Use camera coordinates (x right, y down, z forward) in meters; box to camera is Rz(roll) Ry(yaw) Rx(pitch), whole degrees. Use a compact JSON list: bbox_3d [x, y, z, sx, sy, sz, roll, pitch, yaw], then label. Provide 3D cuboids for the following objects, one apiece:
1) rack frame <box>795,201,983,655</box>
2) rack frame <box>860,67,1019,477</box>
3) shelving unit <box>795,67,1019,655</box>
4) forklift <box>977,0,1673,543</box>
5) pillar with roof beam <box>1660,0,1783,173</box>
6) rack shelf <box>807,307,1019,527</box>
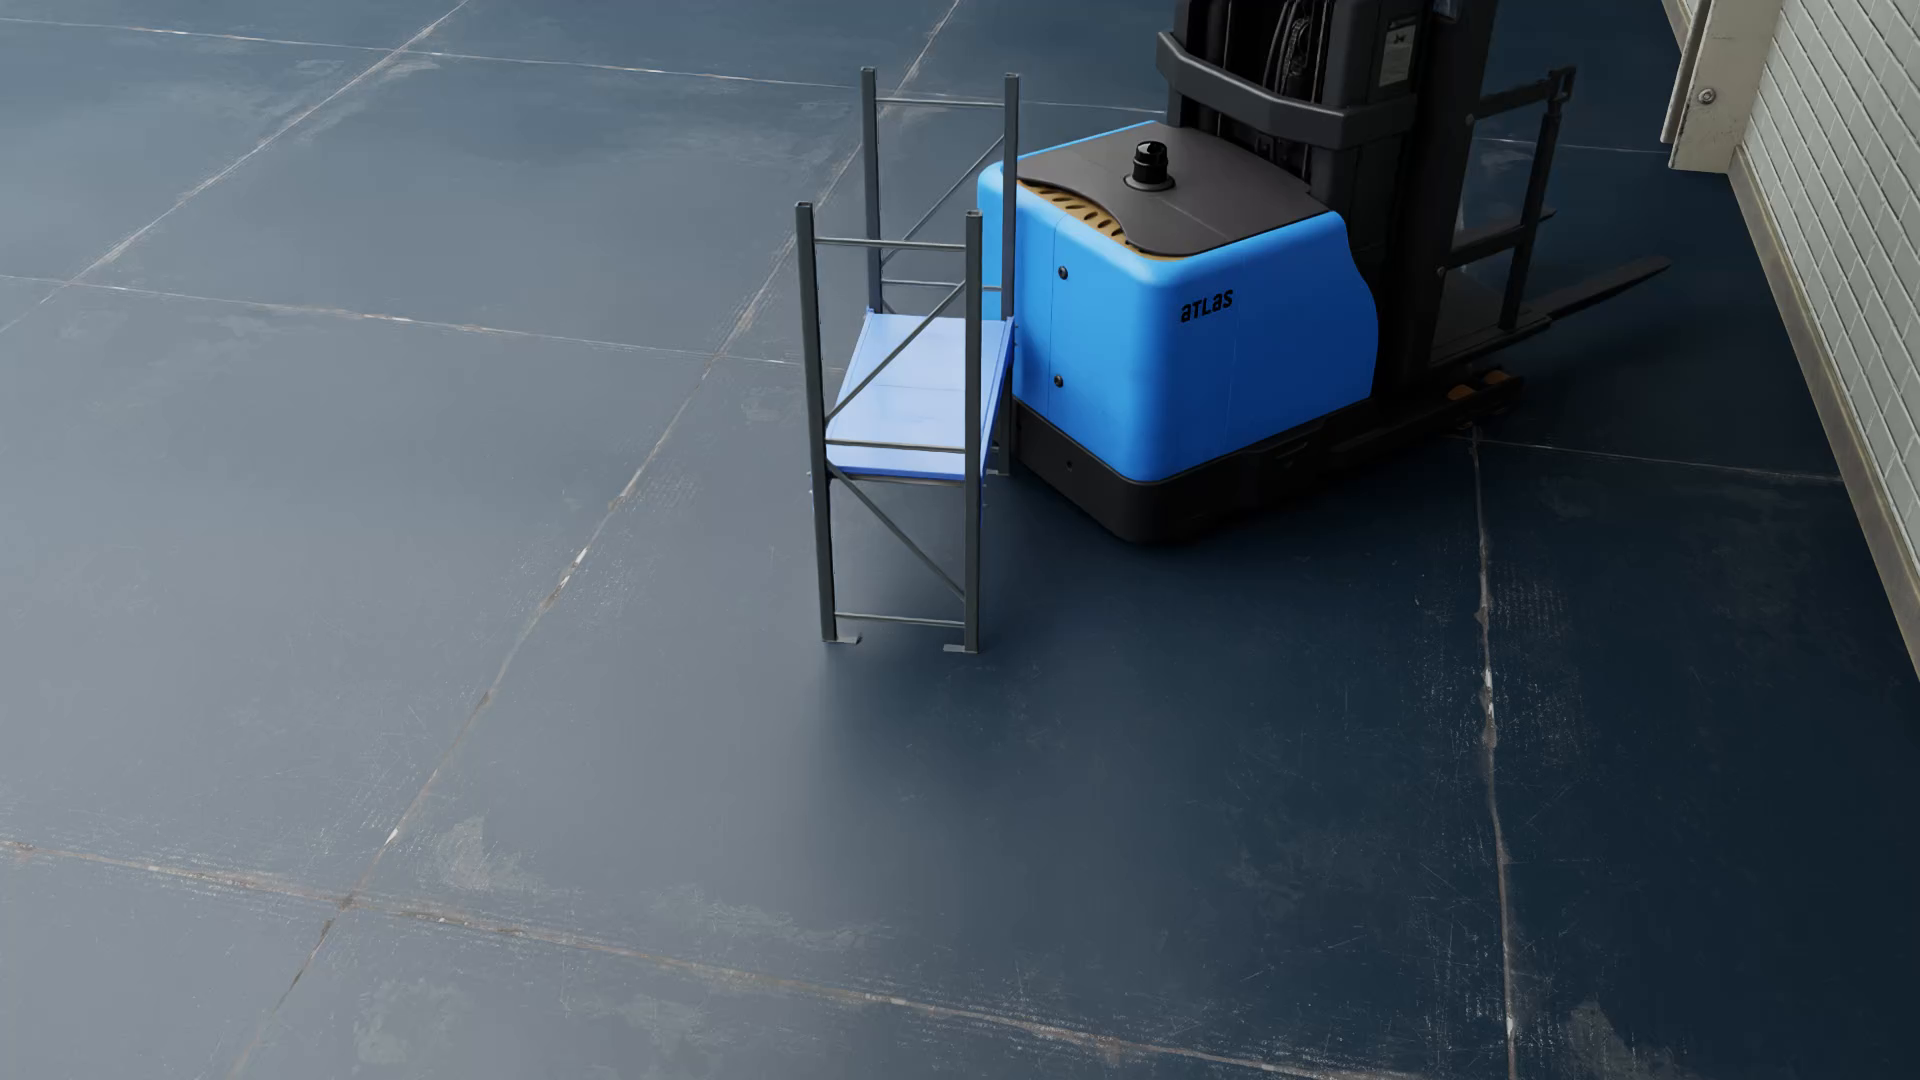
[{"bbox_3d":[-0.190,-0.271,4.846,0.500,1.500,0.032,4,36,6],"label":"rack frame"},{"bbox_3d":[-0.065,-0.863,5.663,0.500,1.500,0.032,4,36,6],"label":"rack frame"},{"bbox_3d":[-0.127,-0.567,5.254,0.538,1.500,1.048,4,36,6],"label":"shelving unit"},{"bbox_3d":[1.553,-1.843,5.796,3.031,2.935,1.130,-22,41,-27],"label":"forklift"},{"bbox_3d":[-0.466,-6.134,6.545,9.100,9.000,0.400,7,37,10],"label":"pillar with roof beam"},{"bbox_3d":[-0.127,-0.421,5.360,0.538,0.185,1.000,4,36,6],"label":"rack shelf"}]
